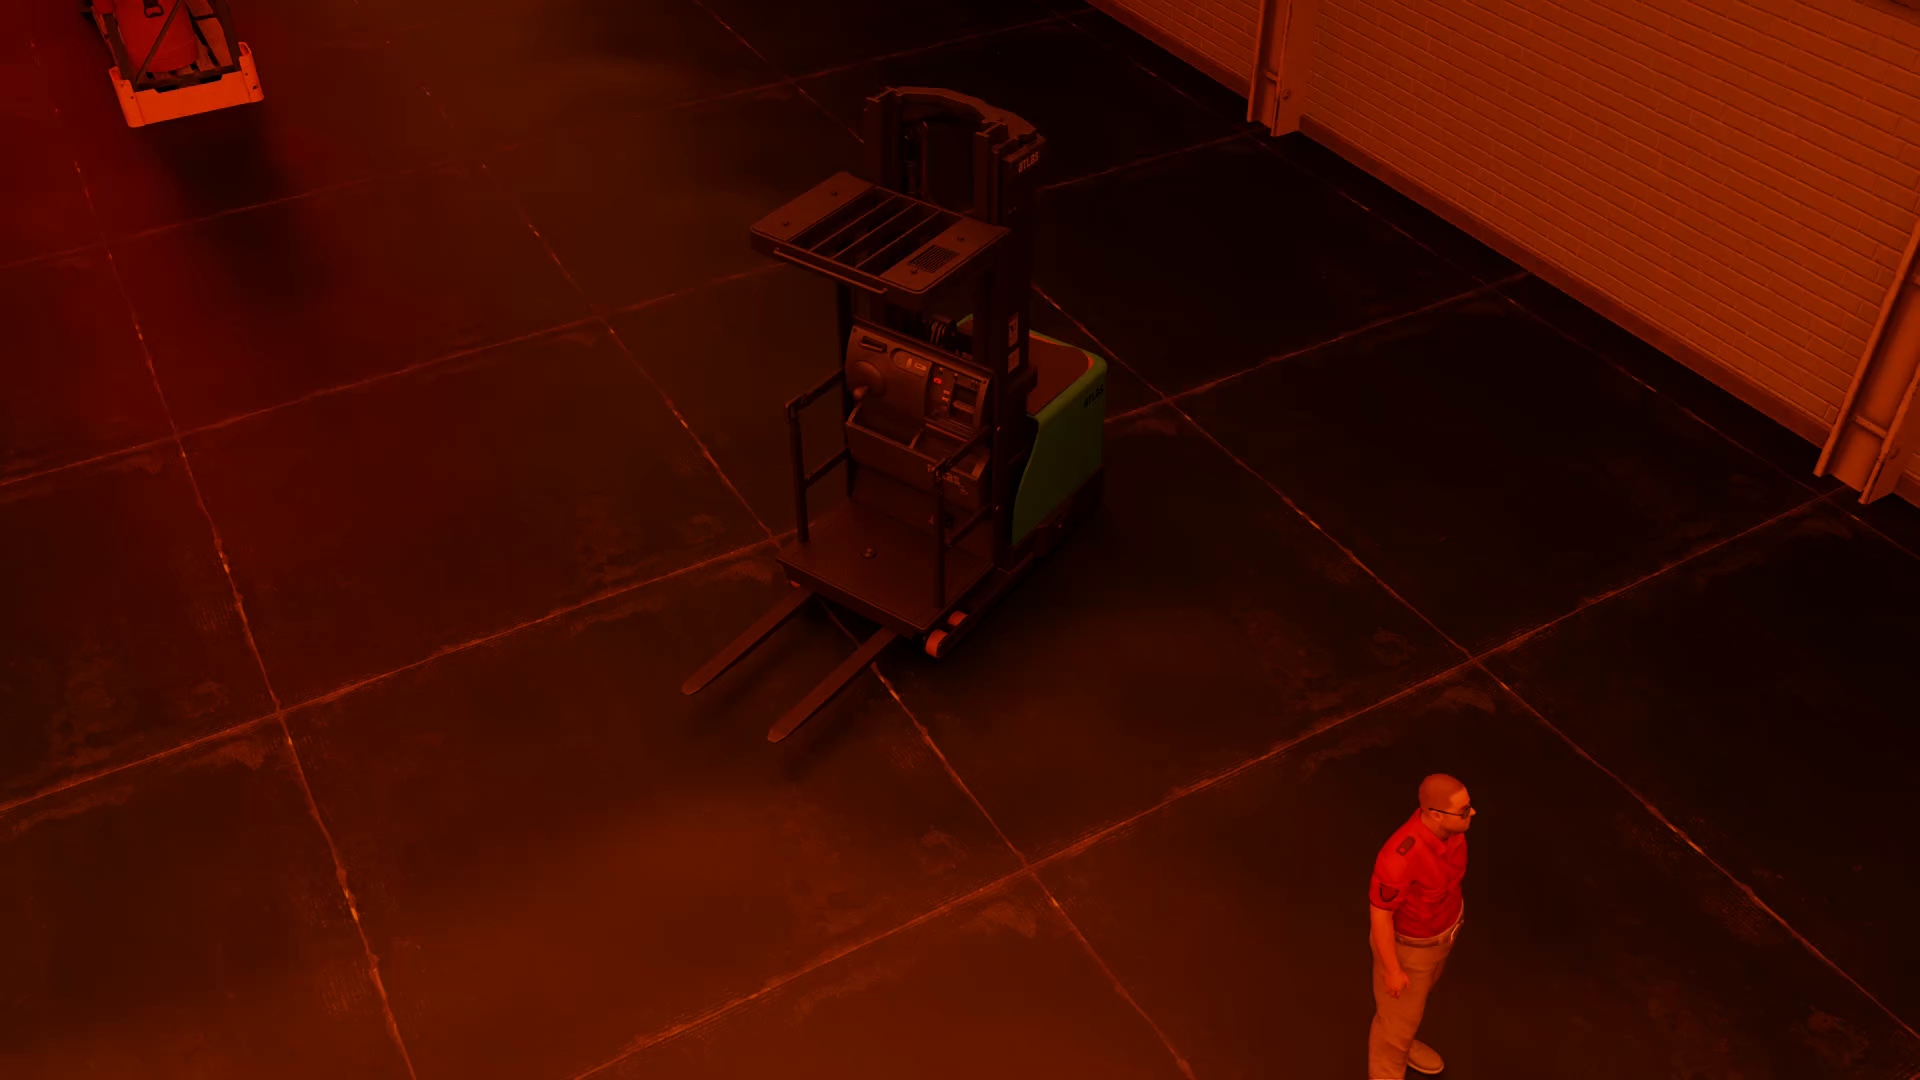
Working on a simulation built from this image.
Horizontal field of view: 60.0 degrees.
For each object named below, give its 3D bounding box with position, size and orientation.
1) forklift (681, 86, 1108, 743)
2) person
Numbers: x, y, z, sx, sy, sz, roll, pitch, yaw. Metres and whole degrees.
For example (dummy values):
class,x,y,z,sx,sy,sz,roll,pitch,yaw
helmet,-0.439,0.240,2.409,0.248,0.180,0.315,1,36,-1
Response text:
class,x,y,z,sx,sy,sz,roll,pitch,yaw
forklift,-0.363,-0.804,9.005,1.130,2.935,3.031,24,46,27
person,1.982,1.686,6.934,0.550,1.727,0.637,28,47,29
